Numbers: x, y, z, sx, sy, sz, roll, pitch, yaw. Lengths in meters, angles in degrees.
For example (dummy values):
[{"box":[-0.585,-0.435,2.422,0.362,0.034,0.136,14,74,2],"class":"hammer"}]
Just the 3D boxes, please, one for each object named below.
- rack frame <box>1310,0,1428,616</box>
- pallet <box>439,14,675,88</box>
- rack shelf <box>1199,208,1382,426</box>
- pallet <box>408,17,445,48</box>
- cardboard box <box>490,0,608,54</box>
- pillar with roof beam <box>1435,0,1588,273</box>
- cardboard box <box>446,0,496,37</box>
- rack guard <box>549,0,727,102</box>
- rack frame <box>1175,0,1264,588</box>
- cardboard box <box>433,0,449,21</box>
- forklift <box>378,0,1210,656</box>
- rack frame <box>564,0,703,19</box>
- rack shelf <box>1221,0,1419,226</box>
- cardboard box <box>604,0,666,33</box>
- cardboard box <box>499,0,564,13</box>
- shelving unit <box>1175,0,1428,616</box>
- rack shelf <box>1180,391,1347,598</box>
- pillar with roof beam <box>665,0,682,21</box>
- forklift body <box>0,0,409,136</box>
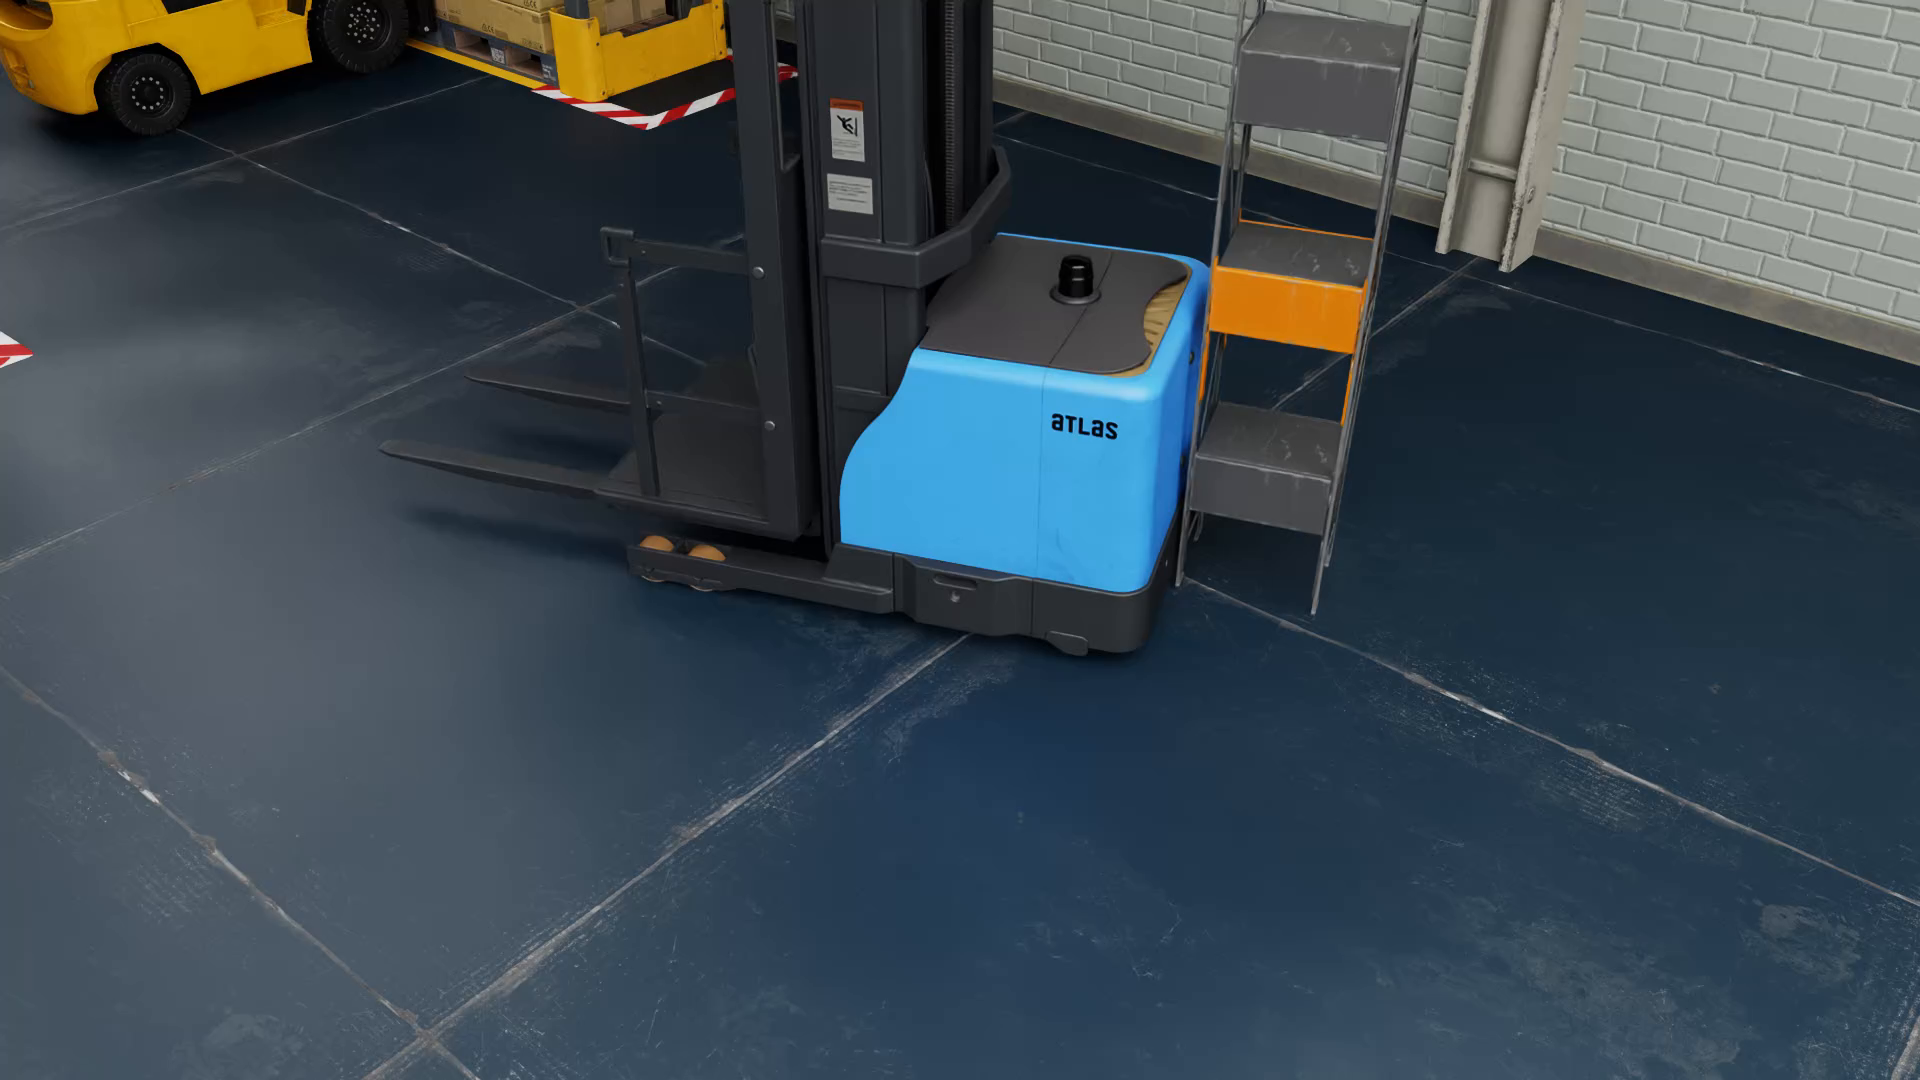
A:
[{"box":[1.323,-0.704,5.420,0.015,2.100,0.400,12,36,15],"class":"rack frame"},{"box":[-2.630,-3.324,10.903,1.213,0.211,1.003,25,42,32],"class":"pallet"},{"box":[1.092,-0.741,5.491,0.480,0.518,0.431,12,36,15],"class":"rack shelf"},{"box":[-3.563,-3.766,11.547,1.213,0.211,1.003,25,42,32],"class":"pallet"},{"box":[-2.578,-3.287,10.444,0.500,0.250,0.500,26,42,32],"class":"cardboard box"},{"box":[-0.117,-3.285,3.085,0.400,9.000,9.100,25,42,32],"class":"pillar with roof beam"},{"box":[-2.954,-3.471,10.712,0.500,0.250,0.500,25,42,32],"class":"cardboard box"},{"box":[-1.997,-3.175,10.432,0.348,0.500,1.175,25,42,32],"class":"rack guard"},{"box":[0.861,-0.800,5.546,0.015,2.100,0.400,12,36,15],"class":"rack frame"},{"box":[-3.333,-3.656,10.982,0.500,0.250,0.500,26,42,32],"class":"cardboard box"},{"box":[-0.685,-1.296,5.547,3.031,2.935,1.130,10,36,14],"class":"forklift"},{"box":[-2.015,-4.214,9.737,0.127,3.000,1.000,25,42,32],"class":"rack frame"},{"box":[1.102,-1.316,5.092,0.480,0.518,0.431,12,36,15],"class":"rack shelf"},{"box":[-2.267,-3.517,10.779,0.500,0.250,0.500,25,42,32],"class":"cardboard box"},{"box":[-2.589,-3.500,10.313,0.500,0.250,0.500,25,41,31],"class":"cardboard box"},{"box":[1.092,-0.752,5.483,0.503,2.100,0.431,12,36,15],"class":"shelving unit"},{"box":[1.082,-0.166,5.890,0.480,0.518,0.431,12,36,15],"class":"rack shelf"},{"box":[-4.728,-5.459,6.249,0.400,9.000,9.100,25,42,32],"class":"pillar with roof beam"},{"box":[-4.640,-3.757,9.821,1.214,2.155,2.313,25,42,32],"class":"forklift body"}]
